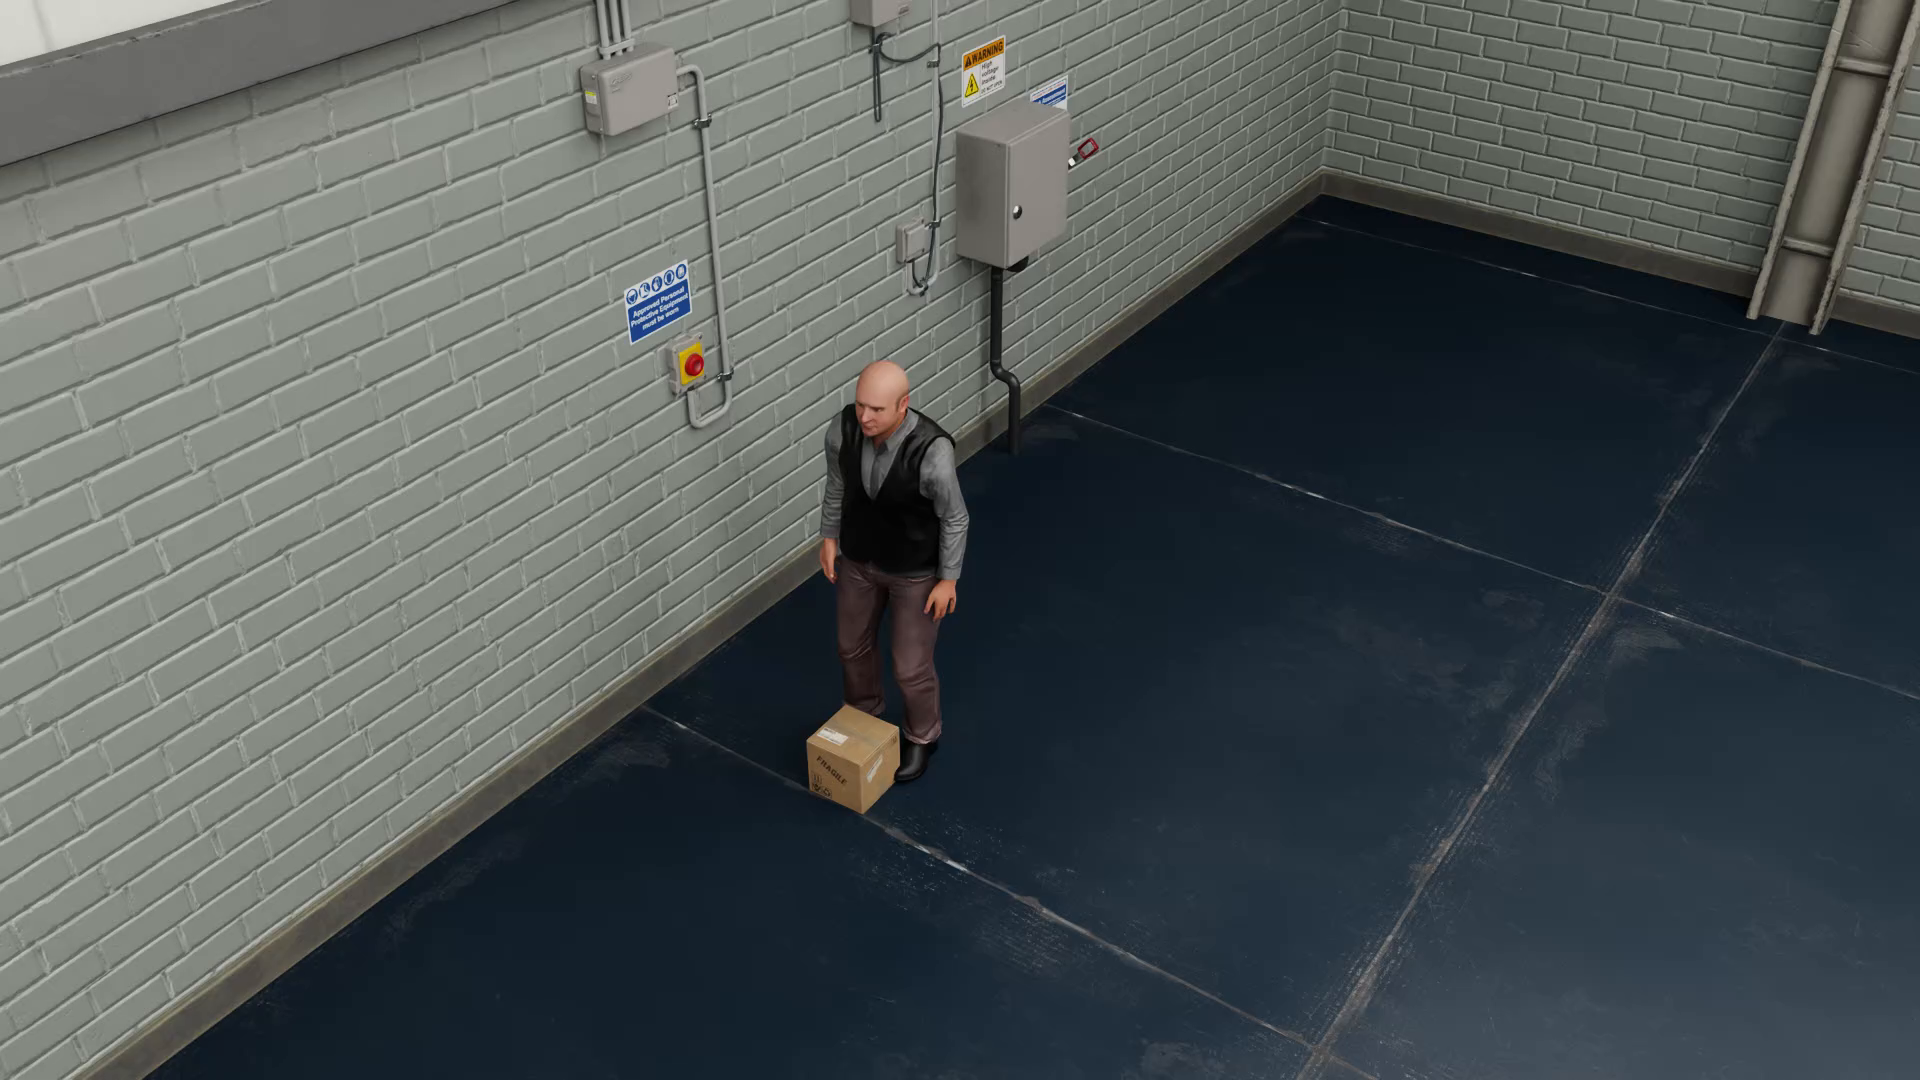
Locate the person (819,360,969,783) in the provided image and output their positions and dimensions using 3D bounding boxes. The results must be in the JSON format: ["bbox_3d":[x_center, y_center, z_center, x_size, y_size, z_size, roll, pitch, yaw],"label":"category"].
[{"bbox_3d":[-0.242,0.085,6.042,0.586,1.720,0.423,19,39,26],"label":"person"}]
